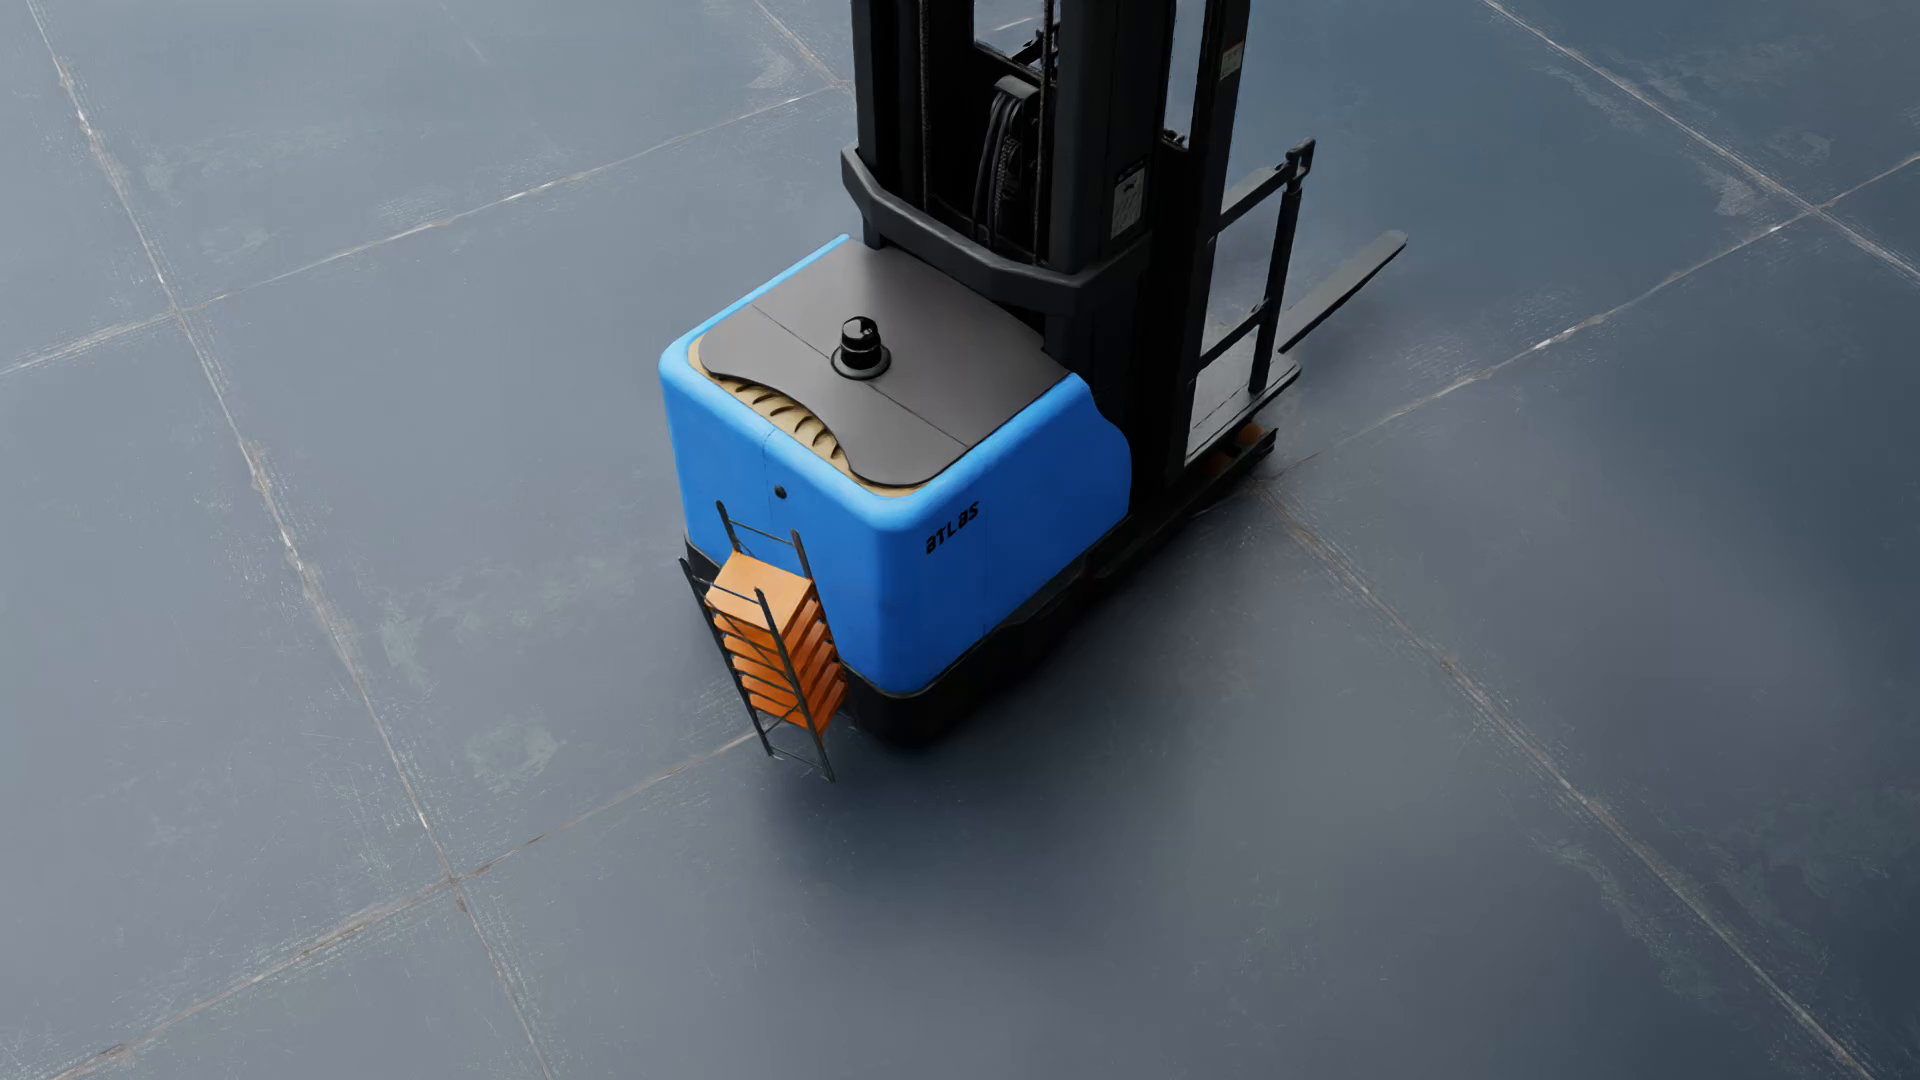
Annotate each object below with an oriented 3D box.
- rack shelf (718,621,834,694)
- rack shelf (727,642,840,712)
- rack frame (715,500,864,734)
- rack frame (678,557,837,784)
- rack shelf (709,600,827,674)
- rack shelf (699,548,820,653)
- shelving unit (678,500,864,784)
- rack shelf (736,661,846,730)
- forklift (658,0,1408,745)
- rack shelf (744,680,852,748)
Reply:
[{"bbox_3d":[-0.506,0.283,4.586,0.258,0.103,0.180,20,63,17],"label":"rack shelf"},{"bbox_3d":[-0.495,0.345,4.688,0.258,0.103,0.180,20,63,17],"label":"rack shelf"},{"bbox_3d":[-0.460,0.250,4.690,0.240,1.200,0.006,20,63,17],"label":"rack frame"},{"bbox_3d":[-0.539,0.394,4.610,0.240,1.200,0.006,20,63,17],"label":"rack frame"},{"bbox_3d":[-0.517,0.221,4.484,0.258,0.103,0.180,20,63,17],"label":"rack shelf"},{"bbox_3d":[-0.527,0.159,4.381,0.258,0.103,0.180,20,63,17],"label":"rack shelf"},{"bbox_3d":[-0.499,0.322,4.650,0.258,1.200,0.189,20,63,17],"label":"shelving unit"},{"bbox_3d":[-0.485,0.407,4.790,0.258,0.103,0.180,20,63,17],"label":"rack shelf"},{"bbox_3d":[0.481,-1.360,4.999,1.130,2.935,3.031,35,57,27],"label":"forklift"},{"bbox_3d":[-0.474,0.469,4.892,0.258,0.103,0.180,20,63,17],"label":"rack shelf"}]
